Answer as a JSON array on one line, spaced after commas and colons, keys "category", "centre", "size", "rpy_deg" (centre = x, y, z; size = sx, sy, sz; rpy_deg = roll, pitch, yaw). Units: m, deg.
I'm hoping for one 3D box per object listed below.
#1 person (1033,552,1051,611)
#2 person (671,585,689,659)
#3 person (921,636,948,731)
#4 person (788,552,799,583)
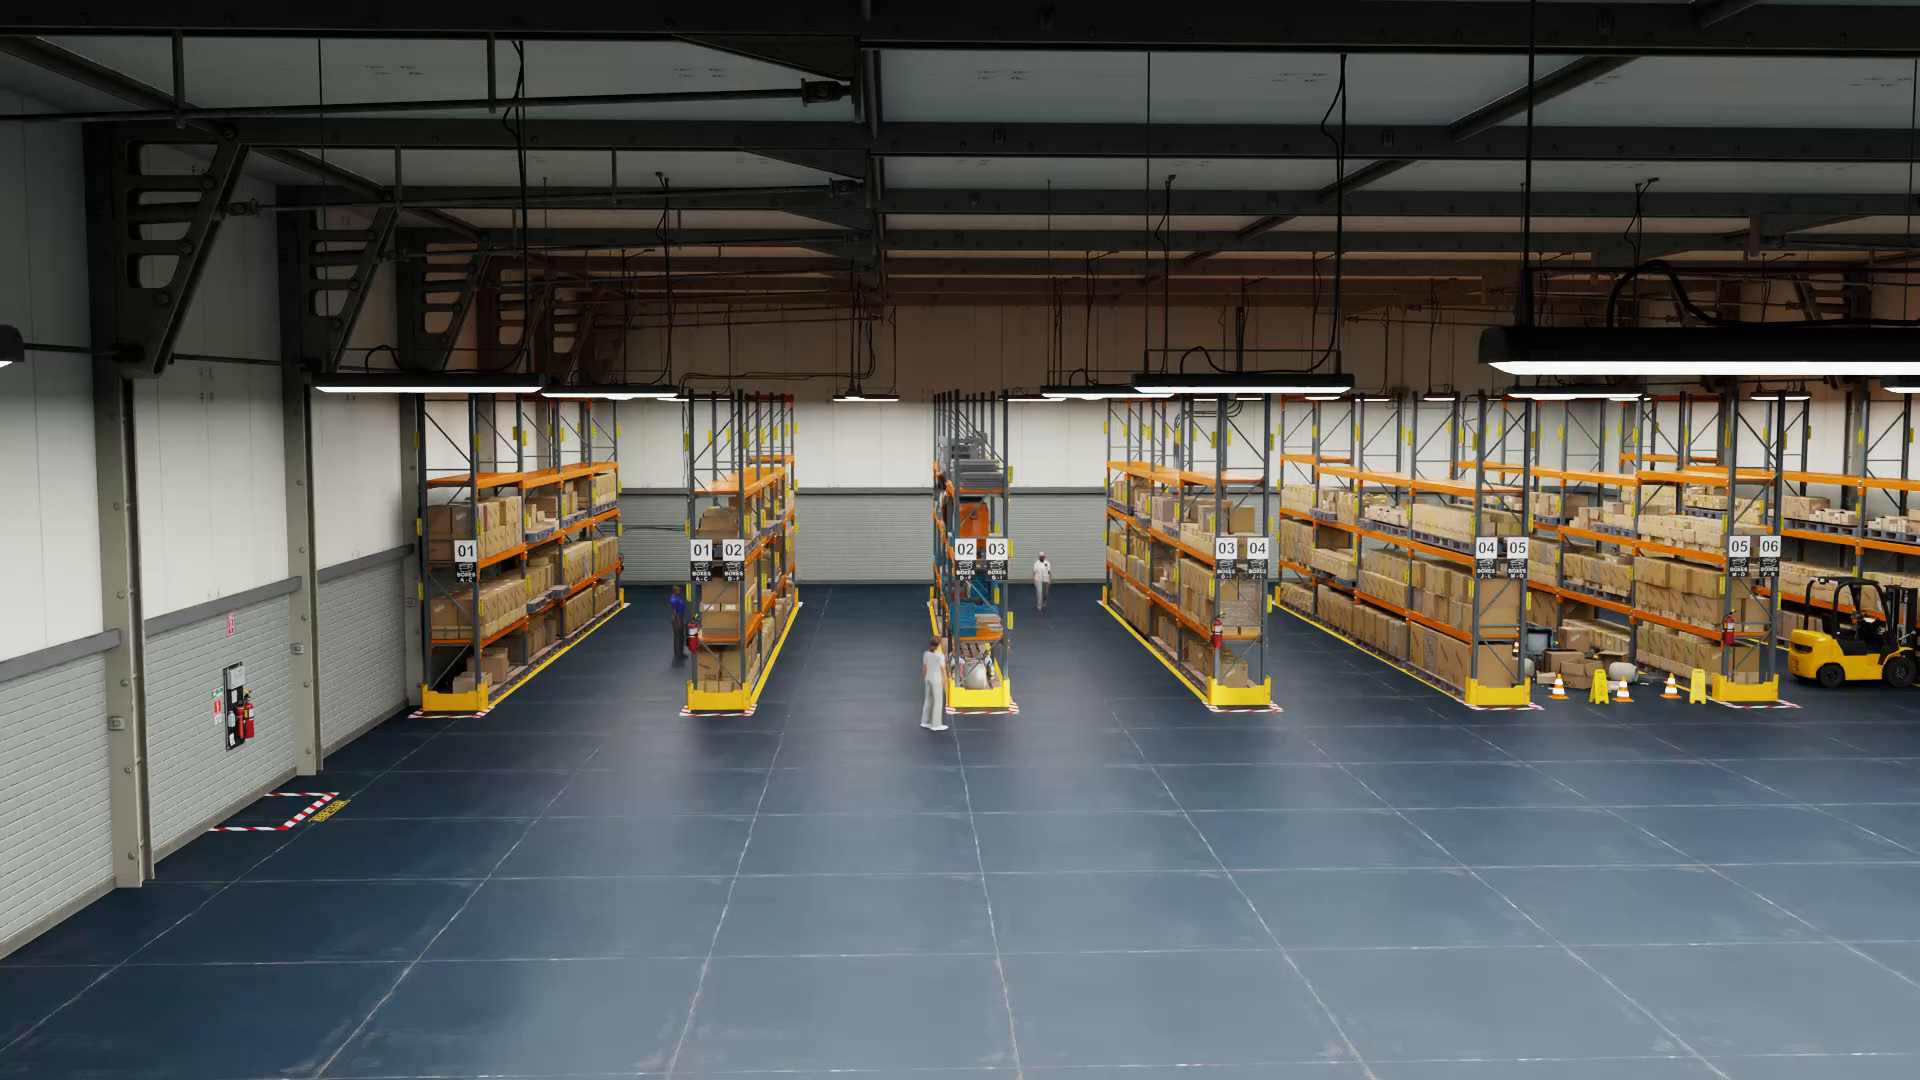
[{"category": "person", "centre": [2.283, 1.139, 46.268], "size": [0.485, 1.615, 0.952], "rpy_deg": [-1, 5, -8]}, {"category": "person", "centre": [-6.307, 1.840, 37.463], "size": [0.393, 1.656, 0.566], "rpy_deg": [-1, 5, -9]}, {"category": "person", "centre": [-0.443, 2.520, 29.281], "size": [0.378, 1.693, 0.541], "rpy_deg": [-4, 6, -38]}, {"category": "person", "centre": [-5.032, 0.825, 49.022], "size": [0.525, 1.776, 0.582], "rpy_deg": [1, 5, 7]}]
